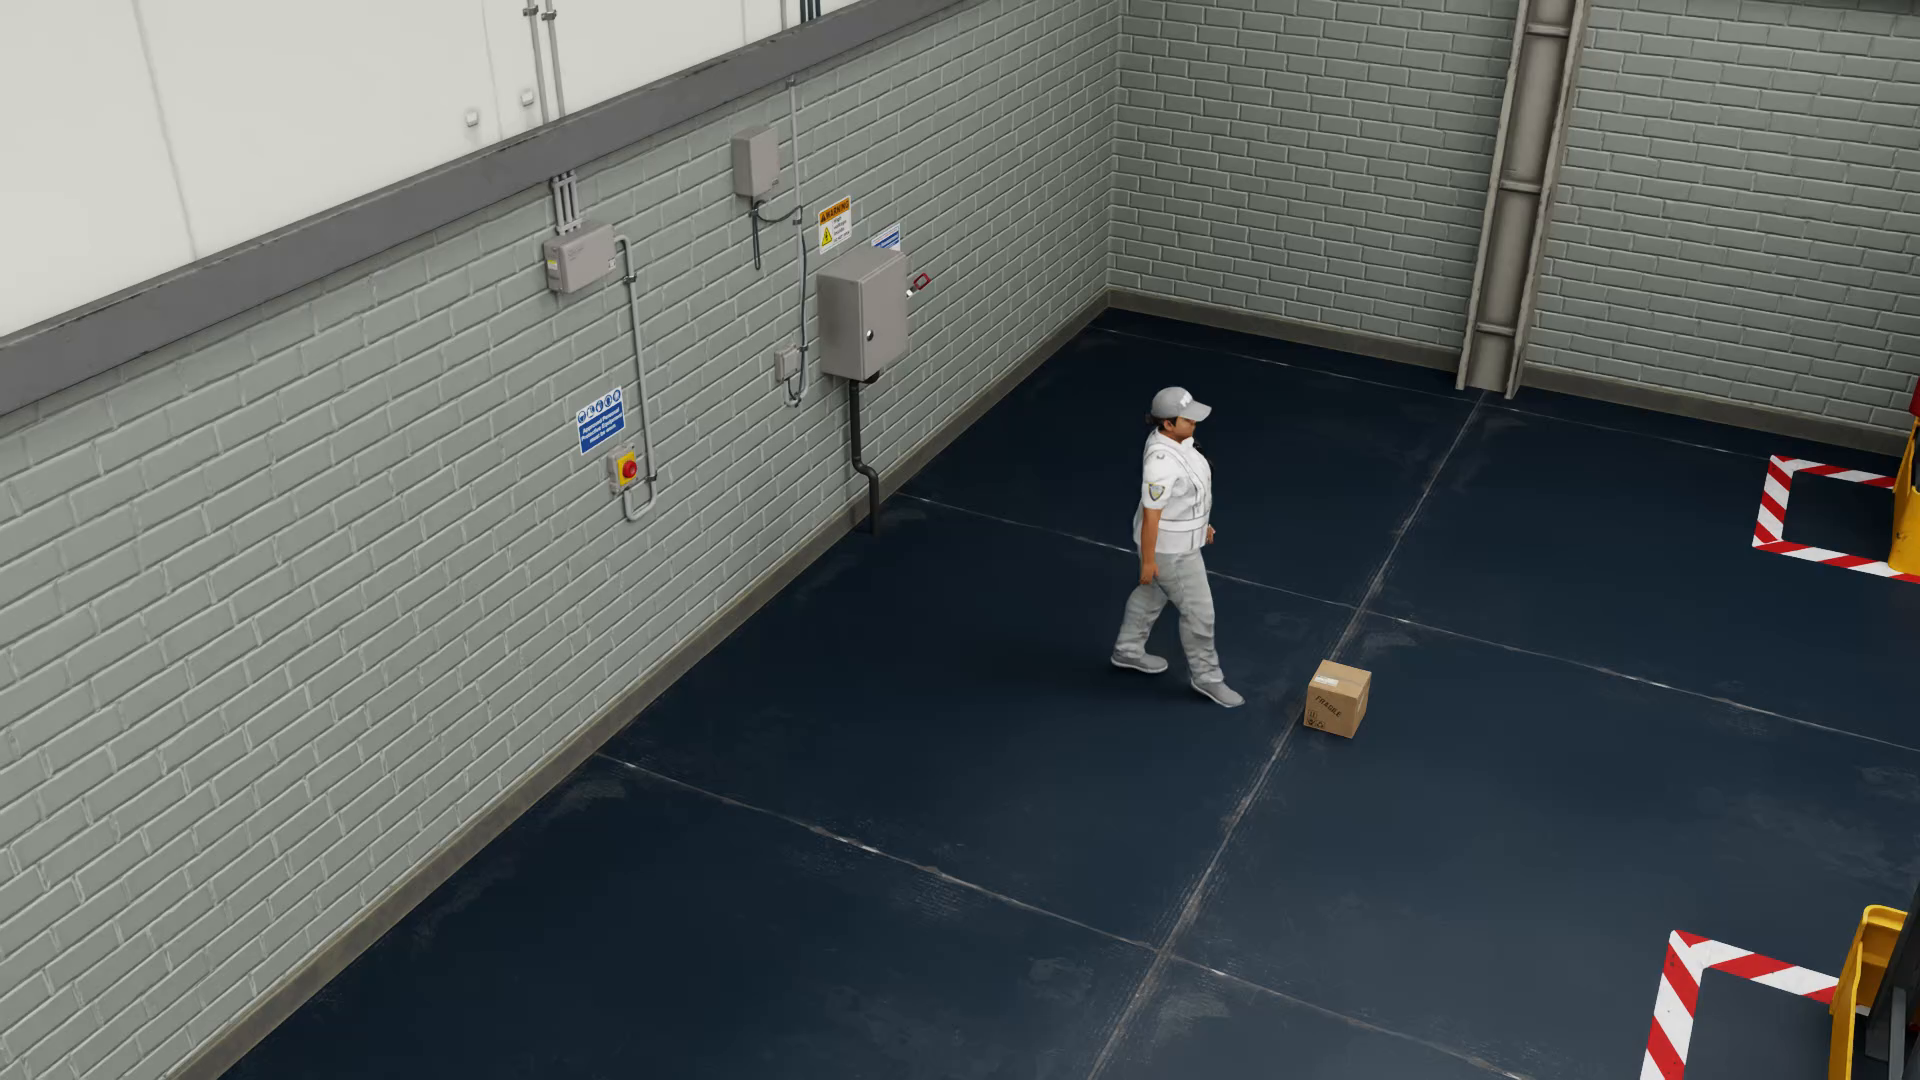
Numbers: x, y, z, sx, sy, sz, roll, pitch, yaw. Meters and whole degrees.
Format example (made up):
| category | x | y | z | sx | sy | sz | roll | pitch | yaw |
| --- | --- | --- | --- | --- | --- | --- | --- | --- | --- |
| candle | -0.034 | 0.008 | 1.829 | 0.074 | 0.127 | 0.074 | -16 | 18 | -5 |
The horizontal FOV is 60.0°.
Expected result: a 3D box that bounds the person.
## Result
| category | x | y | z | sx | sy | sz | roll | pitch | yaw |
| --- | --- | --- | --- | --- | --- | --- | --- | --- | --- |
| person | 1.131 | 0.024 | 8.259 | 0.702 | 1.700 | 0.498 | 4 | 31 | 7 |
